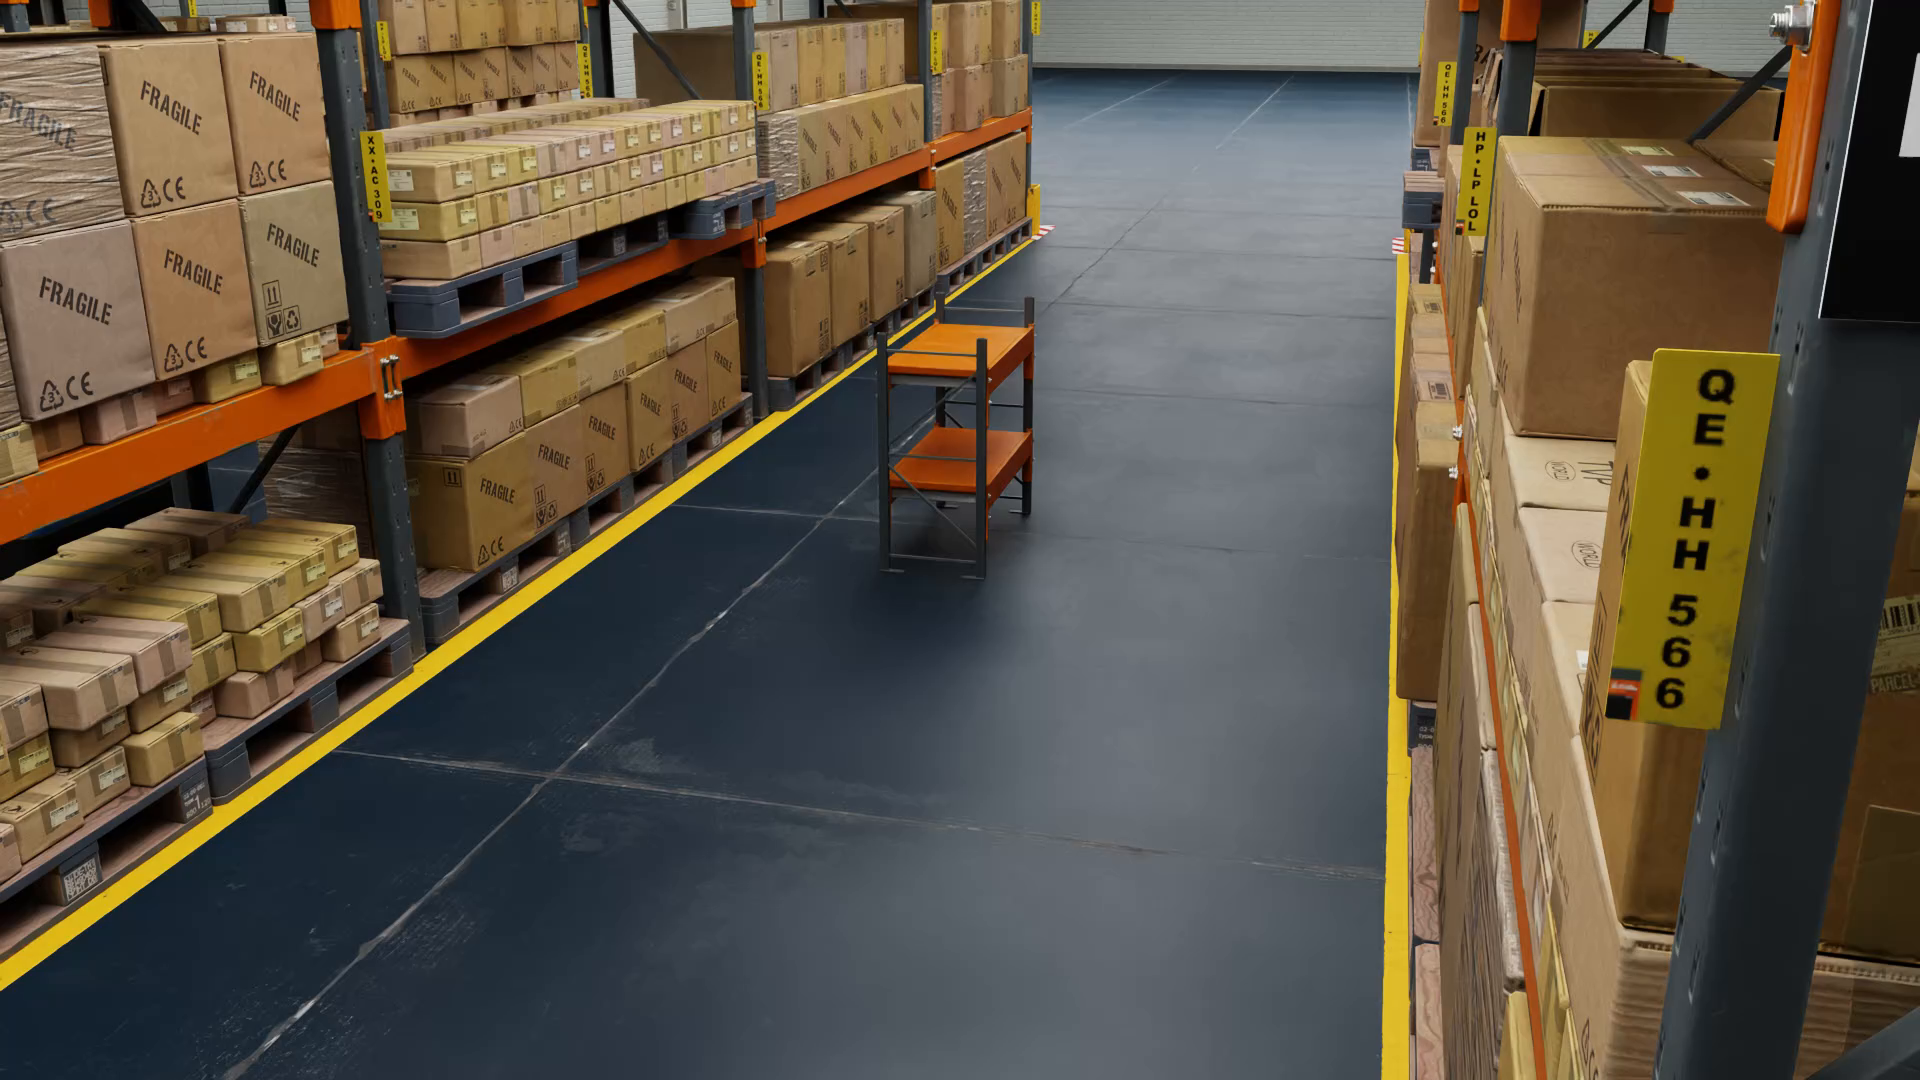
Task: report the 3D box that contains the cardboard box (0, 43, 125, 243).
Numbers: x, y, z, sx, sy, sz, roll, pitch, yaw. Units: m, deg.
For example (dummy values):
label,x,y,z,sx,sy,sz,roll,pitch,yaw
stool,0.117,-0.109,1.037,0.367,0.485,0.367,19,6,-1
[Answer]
label,x,y,z,sx,sy,sz,roll,pitch,yaw
cardboard box,-2.791,-1.136,4.712,0.500,0.500,0.500,5,20,15

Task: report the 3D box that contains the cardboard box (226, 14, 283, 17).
label,x,y,z,sx,sy,sz,roll,pitch,yaw
cardboard box,-6.006,-4.406,14.180,0.380,0.149,0.250,5,19,13

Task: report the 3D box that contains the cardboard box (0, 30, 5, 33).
label,x,y,z,sx,sy,sz,roll,pitch,yaw
cardboard box,-9.805,-5.037,16.675,0.380,0.149,0.250,5,20,15

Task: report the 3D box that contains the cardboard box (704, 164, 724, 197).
label,x,y,z,sx,sy,sz,roll,pitch,yaw
cardboard box,-1.501,-1.950,8.994,0.380,0.149,0.250,5,19,14

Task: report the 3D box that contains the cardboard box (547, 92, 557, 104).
label,x,y,z,sx,sy,sz,roll,pitch,yaw
cardboard box,-4.493,-4.666,17.597,0.380,0.149,0.250,4,19,12

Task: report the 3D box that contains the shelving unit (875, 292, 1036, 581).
label,x,y,z,sx,sy,sz,roll,pitch,yaw
shelving unit,-0.002,-0.530,8.000,0.538,1.125,1.048,5,19,13

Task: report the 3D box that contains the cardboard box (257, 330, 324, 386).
label,x,y,z,sx,sy,sz,roll,pitch,yaw
cardboard box,-2.478,-0.649,5.836,0.380,0.149,0.250,4,19,12

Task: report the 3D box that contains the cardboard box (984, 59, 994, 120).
label,x,y,z,sx,sy,sz,roll,pitch,yaw
cardboard box,-0.165,-4.338,16.016,0.875,0.550,0.550,5,19,13

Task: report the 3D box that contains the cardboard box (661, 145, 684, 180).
label,x,y,z,sx,sy,sz,roll,pitch,yaw
cardboard box,-1.630,-1.926,8.466,0.380,0.149,0.250,5,19,13

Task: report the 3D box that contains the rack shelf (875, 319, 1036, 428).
label,x,y,z,sx,sy,sz,roll,pitch,yaw
rack shelf,-0.002,-0.807,7.905,0.538,0.278,1.000,5,19,13

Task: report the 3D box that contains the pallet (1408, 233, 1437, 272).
label,x,y,z,sx,sy,sz,roll,pitch,yaw
pallet,4.787,-2.708,15.790,1.003,0.211,1.213,5,19,13

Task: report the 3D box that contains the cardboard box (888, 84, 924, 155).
label,x,y,z,sx,sy,sz,roll,pitch,yaw
cardboard box,-0.592,-3.336,13.158,0.500,0.500,0.500,5,19,13

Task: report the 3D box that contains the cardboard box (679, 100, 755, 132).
label,x,y,z,sx,sy,sz,roll,pitch,yaw
cardboard box,-1.376,-2.391,9.365,0.380,0.149,0.250,4,19,11

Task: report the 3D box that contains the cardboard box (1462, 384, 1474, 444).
label,x,y,z,sx,sy,sz,roll,pitch,yaw
cardboard box,1.712,-0.357,4.980,0.380,0.149,0.250,5,19,14

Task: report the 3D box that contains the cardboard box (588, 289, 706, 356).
label,x,y,z,sx,sy,sz,roll,pitch,yaw
cardboard box,-1.727,-1.196,9.105,0.500,0.250,0.500,5,19,14

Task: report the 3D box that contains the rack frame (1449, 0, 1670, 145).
label,x,y,z,sx,sy,sz,roll,pitch,yaw
rack frame,3.084,-1.796,8.805,1.000,3.000,0.127,5,19,13

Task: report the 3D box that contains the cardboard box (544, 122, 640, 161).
label,x,y,z,sx,sy,sz,roll,pitch,yaw
cardboard box,-1.759,-1.904,7.940,0.380,0.149,0.250,5,20,15

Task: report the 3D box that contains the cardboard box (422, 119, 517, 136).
label,x,y,z,sx,sy,sz,roll,pitch,yaw
cardboard box,-2.386,-1.961,8.107,0.380,0.149,0.250,4,19,13

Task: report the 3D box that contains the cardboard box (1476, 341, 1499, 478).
label,x,y,z,sx,sy,sz,roll,pitch,yaw
cardboard box,1.611,-0.330,4.285,0.500,0.250,0.500,5,19,13

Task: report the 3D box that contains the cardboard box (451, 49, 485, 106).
label,x,y,z,sx,sy,sz,roll,pitch,yaw
cardboard box,-4.935,-4.452,15.965,0.500,0.500,0.500,4,19,13

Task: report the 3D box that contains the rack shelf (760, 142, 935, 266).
label,x,y,z,sx,sy,sz,roll,pitch,yaw
rack shelf,-1.212,-2.506,11.996,1.077,0.370,4.000,5,19,13

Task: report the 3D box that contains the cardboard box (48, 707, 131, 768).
label,x,y,z,sx,sy,sz,roll,pitch,yaw
cardboard box,-2.834,0.574,5.168,0.380,0.149,0.250,4,19,11

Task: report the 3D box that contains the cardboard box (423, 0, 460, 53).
label,x,y,z,sx,sy,sz,roll,pitch,yaw
cardboard box,-5.085,-4.773,15.358,0.700,0.500,0.500,5,19,14

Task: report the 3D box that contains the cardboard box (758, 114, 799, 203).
label,x,y,z,sx,sy,sz,roll,pitch,yaw
cardboard box,-1.330,-2.386,10.378,0.500,0.500,0.500,5,19,14

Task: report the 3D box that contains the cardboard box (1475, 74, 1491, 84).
label,x,y,z,sx,sy,sz,roll,pitch,yaw
cardboard box,3.727,-2.747,10.779,0.797,0.503,0.637,7,20,19

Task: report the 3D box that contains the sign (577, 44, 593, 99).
label,x,y,z,sx,sy,sz,roll,pitch,yaw
sign,-2.240,-2.810,9.982,0.100,0.325,0.005,5,19,13

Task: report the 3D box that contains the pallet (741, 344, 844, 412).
label,x,y,z,sx,sy,sz,roll,pitch,yaw
pallet,-1.435,-1.141,11.201,1.003,0.211,1.213,5,19,13

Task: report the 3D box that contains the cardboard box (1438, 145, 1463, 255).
label,x,y,z,sx,sy,sz,roll,pitch,yaw
cardboard box,2.701,-1.712,8.405,0.500,0.500,0.500,5,20,15

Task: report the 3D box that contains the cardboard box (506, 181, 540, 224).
label,x,y,z,sx,sy,sz,roll,pitch,yaw
cardboard box,-2.012,-1.436,7.029,0.380,0.149,0.250,5,20,15

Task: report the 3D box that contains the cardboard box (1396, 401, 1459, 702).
label,x,y,z,sx,sy,sz,roll,pitch,yaw
cardboard box,2.244,0.062,6.002,1.225,0.875,0.875,5,19,14

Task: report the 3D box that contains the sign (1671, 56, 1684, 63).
label,x,y,z,sx,sy,sz,roll,pitch,yaw
sign,3.623,-2.301,8.492,0.100,0.325,0.005,5,19,13

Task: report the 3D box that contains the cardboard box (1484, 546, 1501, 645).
label,x,y,z,sx,sy,sz,roll,pitch,yaw
cardboard box,1.332,0.132,3.549,0.380,0.149,0.250,4,19,12

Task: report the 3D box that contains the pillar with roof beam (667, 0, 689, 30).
label,x,y,z,sx,sy,sz,roll,pitch,yaw
pillar with roof beam,-1.857,-13.470,33.703,9.100,9.000,0.400,5,19,13

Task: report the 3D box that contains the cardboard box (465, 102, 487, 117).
label,x,y,z,sx,sy,sz,roll,pitch,yaw
cardboard box,-4.839,-4.187,16.194,0.380,0.149,0.250,5,19,14

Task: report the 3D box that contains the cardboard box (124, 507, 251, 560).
label,x,y,z,sx,sy,sz,roll,pitch,yaw
cardboard box,-2.963,-0.005,6.402,0.380,0.149,0.250,5,20,16

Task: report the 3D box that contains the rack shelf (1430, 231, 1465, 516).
label,x,y,z,sx,sy,sz,roll,pitch,yaw
rack shelf,2.595,-0.829,7.086,1.077,0.370,4.000,5,19,13

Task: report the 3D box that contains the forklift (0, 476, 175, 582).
label,x,y,z,sx,sy,sz,roll,pitch,yaw
forklift,-5.394,-1.356,7.623,3.031,2.935,1.130,4,19,11

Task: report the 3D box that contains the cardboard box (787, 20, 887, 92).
label,x,y,z,sx,sy,sz,roll,pitch,yaw
cardboard box,-0.963,-3.676,12.608,0.700,0.500,0.500,4,19,12

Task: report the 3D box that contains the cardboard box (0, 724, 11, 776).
label,x,y,z,sx,sy,sz,roll,pitch,yaw
cardboard box,-2.896,0.606,4.614,0.380,0.149,0.250,5,19,14

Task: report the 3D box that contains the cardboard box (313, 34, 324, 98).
label,x,y,z,sx,sy,sz,roll,pitch,yaw
cardboard box,-5.559,-3.901,13.702,0.500,0.500,0.500,5,19,14

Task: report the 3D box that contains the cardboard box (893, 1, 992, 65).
label,x,y,z,sx,sy,sz,roll,pitch,yaw
cardboard box,-0.192,-4.675,15.330,0.875,0.550,0.500,5,19,13

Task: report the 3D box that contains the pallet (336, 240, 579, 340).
label,x,y,z,sx,sy,sz,roll,pitch,yaw
pallet,-2.351,-1.103,7.072,1.003,0.211,1.213,5,19,13

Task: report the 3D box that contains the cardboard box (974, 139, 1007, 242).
label,x,y,z,sx,sy,sz,roll,pitch,yaw
cardboard box,-0.061,-3.426,16.215,0.875,0.875,0.875,4,19,13

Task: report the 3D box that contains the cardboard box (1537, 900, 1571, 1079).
label,x,y,z,sx,sy,sz,roll,pitch,yaw
cardboard box,0.959,0.611,2.146,0.380,0.149,0.250,5,19,14

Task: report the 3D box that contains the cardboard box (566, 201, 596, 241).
label,x,y,z,sx,sy,sz,roll,pitch,yaw
cardboard box,-1.885,-1.456,7.550,0.380,0.149,0.250,4,19,11

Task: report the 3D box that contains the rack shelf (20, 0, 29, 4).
label,x,y,z,sx,sy,sz,roll,pitch,yaw
rack shelf,-6.037,-4.284,12.563,1.077,0.370,4.000,5,19,13

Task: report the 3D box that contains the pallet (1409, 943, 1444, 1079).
label,x,y,z,sx,sy,sz,roll,pitch,yaw
pallet,1.549,1.393,3.782,1.003,0.211,1.213,5,19,13

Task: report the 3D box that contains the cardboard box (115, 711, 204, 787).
label,x,y,z,sx,sy,sz,roll,pitch,yaw
cardboard box,-2.697,0.659,5.378,0.380,0.149,0.250,5,19,13

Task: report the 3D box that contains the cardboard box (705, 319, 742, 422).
label,x,y,z,sx,sy,sz,roll,pitch,yaw
cardboard box,-1.608,-1.008,9.716,0.500,0.500,0.500,5,19,13

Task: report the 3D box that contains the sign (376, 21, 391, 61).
label,x,y,z,sx,sy,sz,roll,pitch,yaw
sign,-5.009,-4.337,14.454,0.100,0.325,0.005,5,19,13

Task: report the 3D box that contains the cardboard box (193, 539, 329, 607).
label,x,y,z,sx,sy,sz,roll,pitch,yaw
cardboard box,-2.537,0.119,6.040,0.380,0.149,0.250,5,19,14

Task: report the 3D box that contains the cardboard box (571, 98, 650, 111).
label,x,y,z,sx,sy,sz,roll,pitch,yaw
cardboard box,-2.003,-2.450,9.538,0.380,0.149,0.250,5,19,13

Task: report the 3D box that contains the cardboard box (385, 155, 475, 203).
label,x,y,z,sx,sy,sz,roll,pitch,yaw
cardboard box,-2.136,-1.414,6.505,0.380,0.149,0.250,6,20,16

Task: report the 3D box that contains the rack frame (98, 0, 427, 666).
label,x,y,z,sx,sy,sz,roll,pitch,yaw
rack frame,-2.678,-0.966,6.374,1.000,3.000,0.127,5,19,13

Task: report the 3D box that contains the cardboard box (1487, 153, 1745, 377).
label,x,y,z,sx,sy,sz,roll,pitch,yaw
cardboard box,1.614,-0.683,4.159,0.500,0.500,0.500,5,19,13

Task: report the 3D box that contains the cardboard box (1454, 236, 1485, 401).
label,x,y,z,sx,sy,sz,roll,pitch,yaw
cardboard box,1.956,-0.758,5.610,0.500,0.500,0.500,5,19,14
